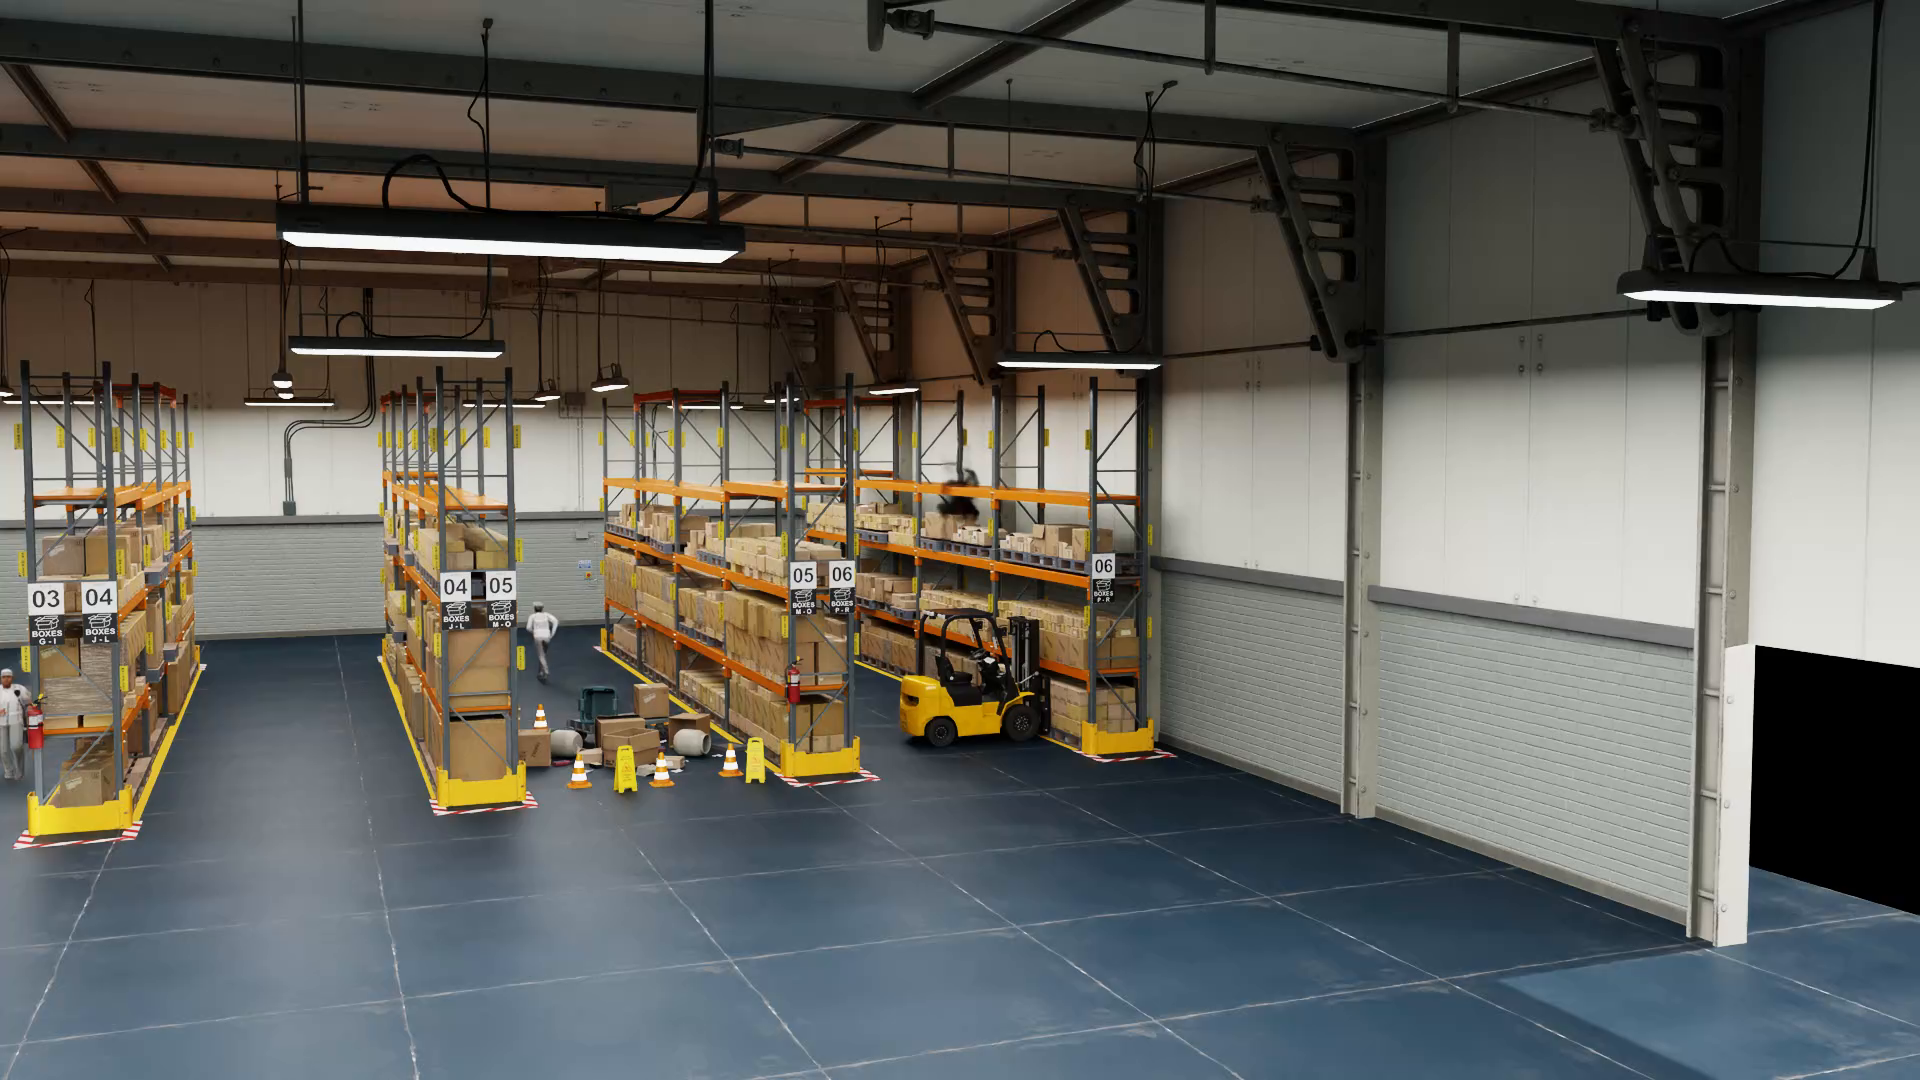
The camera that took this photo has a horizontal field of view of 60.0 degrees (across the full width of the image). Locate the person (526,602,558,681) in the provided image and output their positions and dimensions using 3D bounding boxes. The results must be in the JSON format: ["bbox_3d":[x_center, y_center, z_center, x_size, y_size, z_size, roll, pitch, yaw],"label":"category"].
[{"bbox_3d":[-8.629,2.137,34.427,0.641,1.666,0.948,-2,4,-27],"label":"person"}]

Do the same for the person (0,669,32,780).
[{"bbox_3d":[-13.927,2.708,24.367,0.579,1.648,0.643,-1,4,-23],"label":"person"}]
